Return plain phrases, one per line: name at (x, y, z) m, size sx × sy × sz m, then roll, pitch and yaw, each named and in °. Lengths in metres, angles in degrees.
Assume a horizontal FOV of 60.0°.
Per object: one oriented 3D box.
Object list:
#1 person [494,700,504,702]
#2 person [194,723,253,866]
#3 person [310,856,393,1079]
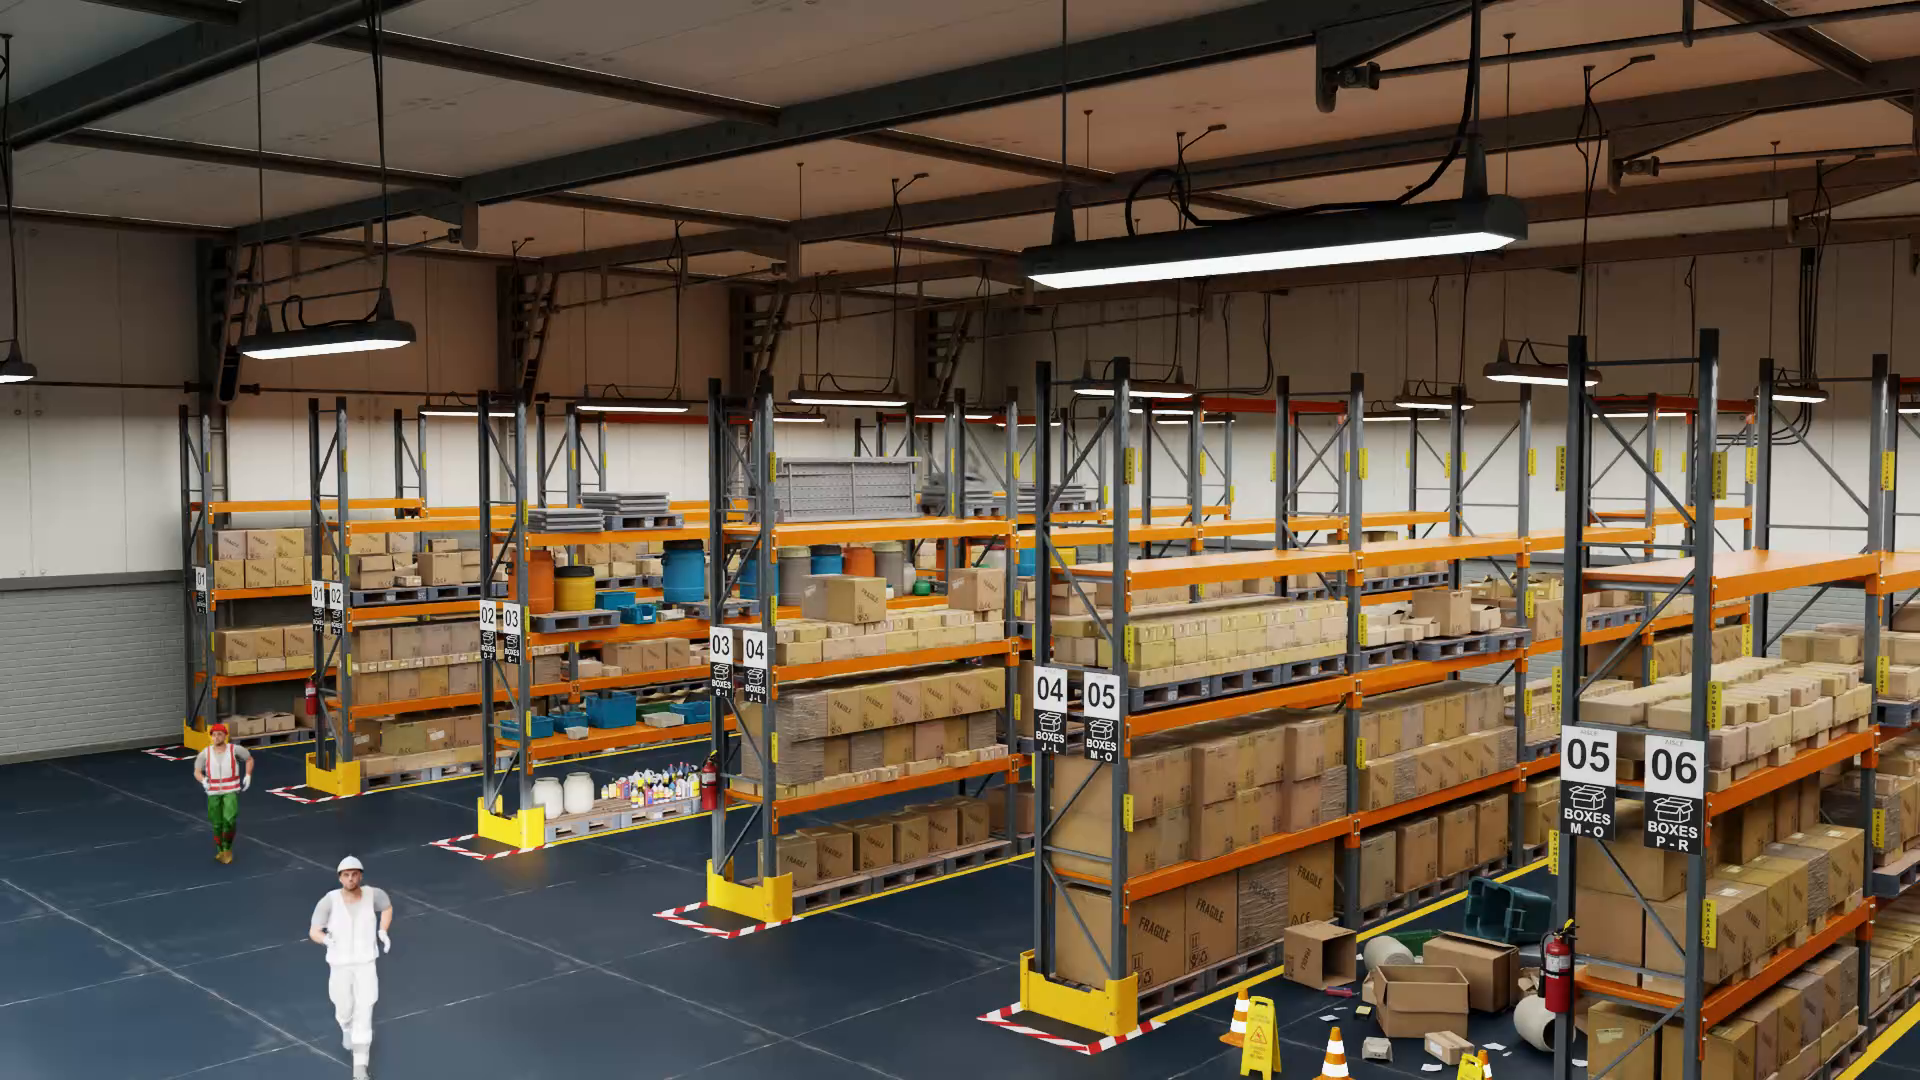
person at (-8.088, 2.760, 29.082) m, size 0.619 × 1.705 × 0.717 m, roll 2°, pitch 4°, yaw 32°
person at (-9.245, 3.183, 20.846) m, size 0.665 × 1.769 × 0.671 m, roll -1°, pitch 3°, yaw -14°
person at (-5.052, 3.513, 13.831) m, size 0.656 × 1.777 × 0.987 m, roll -1°, pitch 3°, yaw -21°
